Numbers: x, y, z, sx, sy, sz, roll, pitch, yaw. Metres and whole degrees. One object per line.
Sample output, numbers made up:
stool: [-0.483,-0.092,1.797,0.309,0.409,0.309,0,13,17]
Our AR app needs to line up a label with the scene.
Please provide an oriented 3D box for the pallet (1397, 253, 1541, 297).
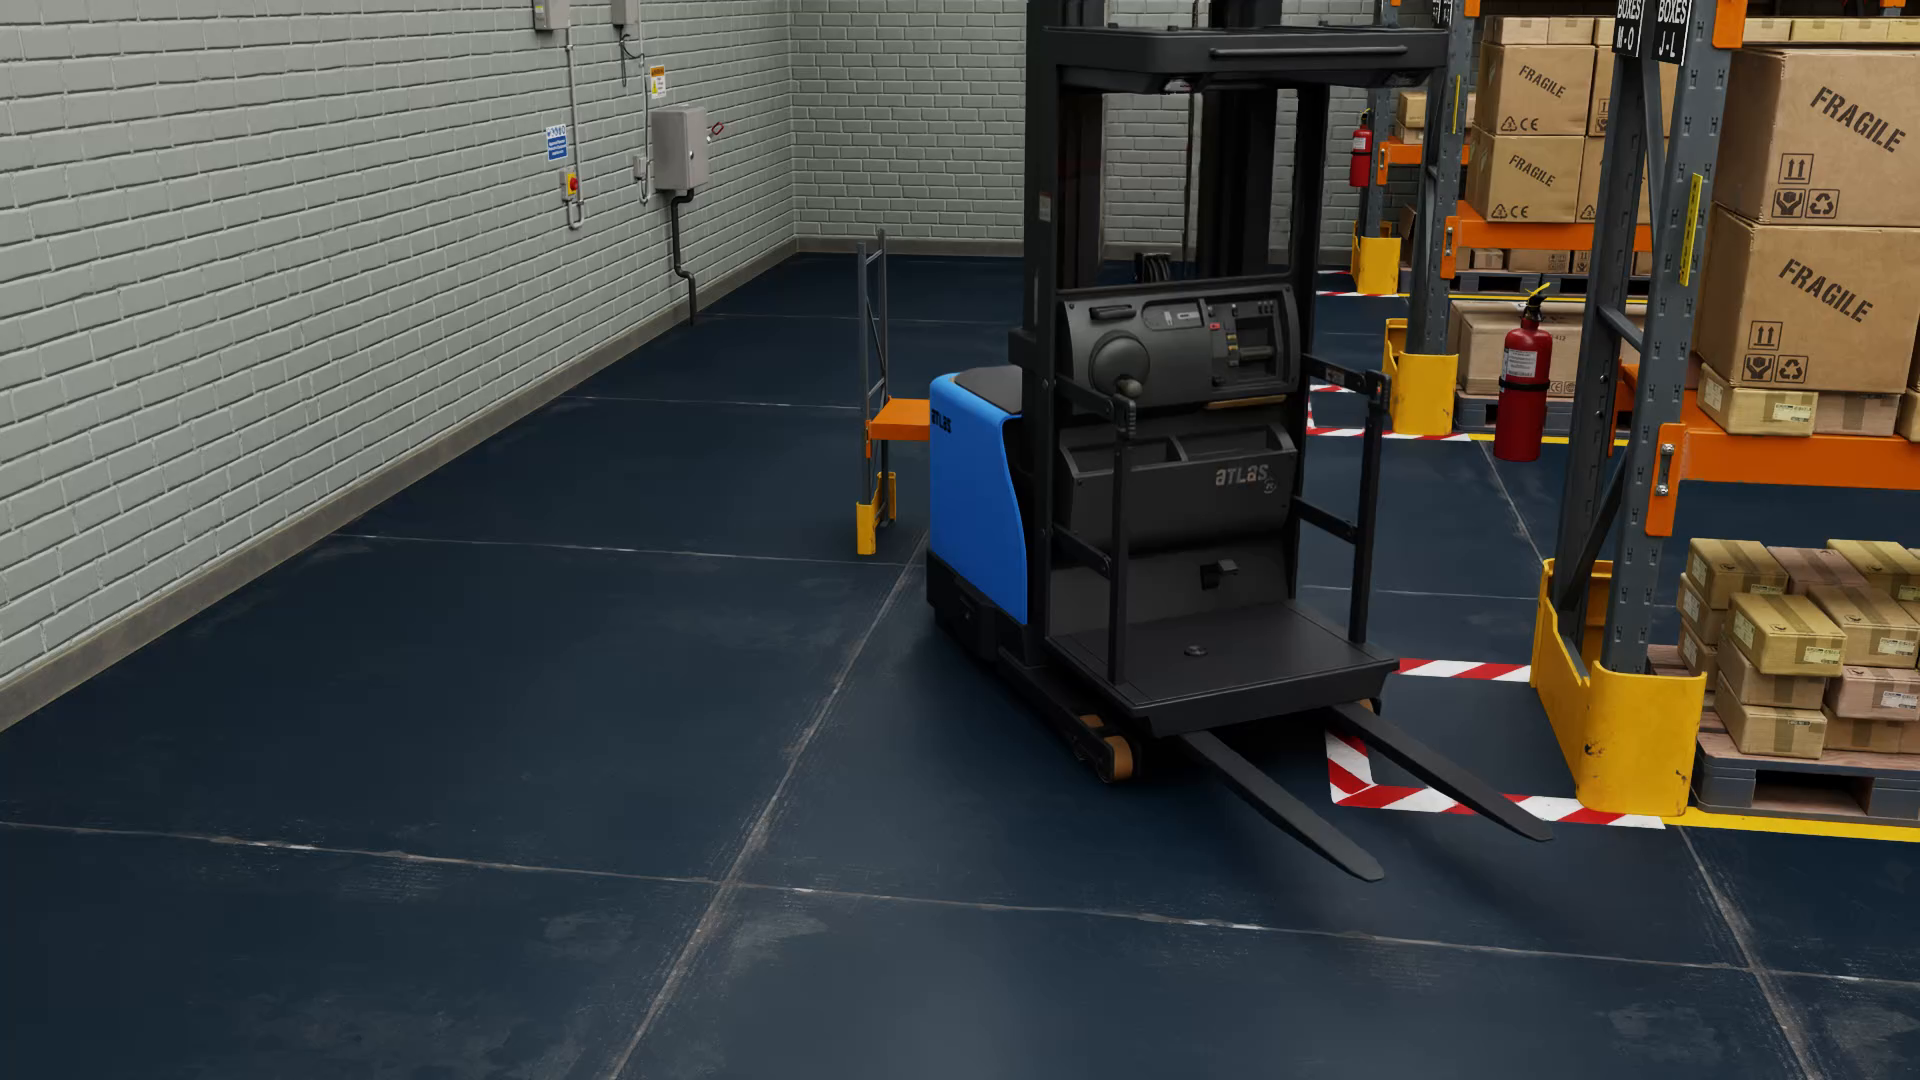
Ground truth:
pallet: [4.610,-2.436,15.251,1.213,0.211,1.003,3,19,9]

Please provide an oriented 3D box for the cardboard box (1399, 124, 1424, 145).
cardboard box: [4.029,-3.580,14.673,0.250,0.149,0.380,3,19,8]

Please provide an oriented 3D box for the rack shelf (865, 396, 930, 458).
rack shelf: [0.084,-0.536,8.109,1.000,0.185,0.538,3,19,9]

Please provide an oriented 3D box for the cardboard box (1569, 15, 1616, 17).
cardboard box: [3.873,-3.129,10.171,0.250,0.149,0.380,3,19,8]

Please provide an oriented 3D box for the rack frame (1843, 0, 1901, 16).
rack frame: [7.697,-3.601,14.337,0.127,3.000,1.000,3,19,9]

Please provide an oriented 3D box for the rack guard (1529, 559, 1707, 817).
rack guard: [2.354,0.498,6.026,0.348,0.500,1.175,3,19,9]

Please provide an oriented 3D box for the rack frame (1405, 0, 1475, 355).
rack frame: [2.964,-2.247,10.291,0.127,3.000,1.000,3,19,9]

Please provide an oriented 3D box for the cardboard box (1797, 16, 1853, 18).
cardboard box: [5.142,-3.054,9.949,0.250,0.149,0.380,3,19,9]

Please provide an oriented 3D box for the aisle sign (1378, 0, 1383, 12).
aisle sign: [3.634,-4.946,14.262,0.004,0.787,0.394,3,19,9]

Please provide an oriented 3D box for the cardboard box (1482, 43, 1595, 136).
cardboard box: [3.393,-2.655,9.778,0.500,0.500,0.500,3,19,7]

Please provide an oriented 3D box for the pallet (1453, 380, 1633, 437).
pallet: [3.766,-0.909,10.686,1.213,0.211,1.003,3,19,9]

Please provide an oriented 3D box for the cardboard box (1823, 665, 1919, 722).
cardboard box: [3.017,0.459,5.566,0.250,0.149,0.380,3,19,8]

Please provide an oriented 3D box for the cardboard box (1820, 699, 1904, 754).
cardboard box: [3.016,0.576,5.685,0.250,0.149,0.380,3,19,8]

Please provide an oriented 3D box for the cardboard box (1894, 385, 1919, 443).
cardboard box: [3.061,-0.423,5.235,0.250,0.149,0.380,2,19,7]

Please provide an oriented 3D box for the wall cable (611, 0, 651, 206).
wall cable: [-2.394,-3.450,12.286,0.122,1.984,0.588,3,19,9]

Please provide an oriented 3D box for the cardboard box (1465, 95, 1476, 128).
cardboard box: [4.651,-3.740,14.520,0.500,0.250,0.500,3,19,9]

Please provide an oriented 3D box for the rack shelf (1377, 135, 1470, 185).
rack shelf: [5.722,-3.360,14.752,4.000,0.370,1.077,3,19,9]

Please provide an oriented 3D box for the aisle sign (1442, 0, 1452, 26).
aisle sign: [2.847,-3.392,9.618,0.004,0.787,0.394,3,19,9]

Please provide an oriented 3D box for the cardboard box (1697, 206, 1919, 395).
cardboard box: [2.678,-0.770,5.252,0.500,0.500,0.500,4,19,11]

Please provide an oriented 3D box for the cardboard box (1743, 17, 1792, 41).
cardboard box: [4.549,-2.902,9.492,0.250,0.149,0.380,3,19,9]

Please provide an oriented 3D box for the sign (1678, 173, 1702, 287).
sign: [2.193,-0.932,4.996,0.005,0.325,0.100,3,19,9]

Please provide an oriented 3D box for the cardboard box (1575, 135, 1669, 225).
cardboard box: [3.896,-2.163,9.884,0.500,0.500,0.500,3,19,8]

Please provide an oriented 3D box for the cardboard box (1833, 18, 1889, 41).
cardboard box: [5.061,-2.882,9.435,0.250,0.149,0.380,3,19,9]

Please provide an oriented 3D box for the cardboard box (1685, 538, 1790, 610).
cardboard box: [2.841,0.127,6.090,0.250,0.149,0.380,3,19,9]

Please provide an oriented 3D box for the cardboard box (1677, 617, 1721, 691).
cardboard box: [2.831,0.423,6.143,0.250,0.149,0.380,3,19,10]

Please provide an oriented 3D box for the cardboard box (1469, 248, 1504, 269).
cardboard box: [4.750,-2.555,15.044,0.250,0.149,0.380,2,19,6]

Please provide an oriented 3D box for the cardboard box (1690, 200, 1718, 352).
cardboard box: [2.763,-0.937,5.751,0.500,0.500,0.500,3,19,10]

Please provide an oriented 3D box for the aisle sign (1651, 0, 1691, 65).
aisle sign: [2.159,-1.834,4.959,0.004,0.787,0.394,3,19,9]

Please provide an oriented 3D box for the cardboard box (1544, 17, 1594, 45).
cardboard box: [3.541,-2.981,9.728,0.250,0.149,0.380,3,19,10]

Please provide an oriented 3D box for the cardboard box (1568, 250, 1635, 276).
cardboard box: [5.680,-2.642,14.750,0.500,0.500,0.500,3,19,10]

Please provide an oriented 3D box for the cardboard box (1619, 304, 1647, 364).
cardboard box: [4.536,-1.186,10.495,0.875,0.438,0.875,3,19,10]

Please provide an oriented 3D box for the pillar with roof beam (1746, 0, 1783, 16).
pillar with roof beam: [6.470,-5.414,10.303,0.400,9.000,9.100,3,19,9]

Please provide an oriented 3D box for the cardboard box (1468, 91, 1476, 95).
cardboard box: [4.753,-3.906,15.016,0.500,0.250,0.500,3,19,9]

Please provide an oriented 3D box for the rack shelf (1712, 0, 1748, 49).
rack shelf: [4.253,-1.672,4.978,4.000,0.370,1.077,3,19,9]

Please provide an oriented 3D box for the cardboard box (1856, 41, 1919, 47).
cardboard box: [3.270,-1.383,5.507,0.500,0.500,0.500,2,19,7]

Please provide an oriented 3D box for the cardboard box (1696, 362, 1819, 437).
cardboard box: [2.546,-0.453,5.325,0.250,0.149,0.380,3,19,8]

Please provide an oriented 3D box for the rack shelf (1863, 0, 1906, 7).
rack shelf: [9.672,-4.581,13.675,4.000,0.370,1.077,3,19,9]

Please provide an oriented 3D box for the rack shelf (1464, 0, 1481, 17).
rack shelf: [4.939,-3.228,9.628,4.000,0.370,1.077,3,19,9]

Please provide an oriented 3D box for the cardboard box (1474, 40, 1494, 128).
cardboard box: [3.478,-2.819,10.267,0.500,0.500,0.500,4,19,10]

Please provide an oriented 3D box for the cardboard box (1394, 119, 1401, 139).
cardboard box: [4.117,-3.750,15.180,0.250,0.149,0.380,3,19,8]

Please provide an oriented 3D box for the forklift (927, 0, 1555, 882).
forklift: [0.887,-0.697,5.766,1.130,2.935,3.031,-8,20,-21]

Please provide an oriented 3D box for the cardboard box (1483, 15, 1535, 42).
cardboard box: [3.350,-3.121,10.147,0.250,0.149,0.380,3,19,9]

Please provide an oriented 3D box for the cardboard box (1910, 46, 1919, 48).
cardboard box: [3.179,-1.224,5.033,0.500,0.500,0.500,3,19,10]

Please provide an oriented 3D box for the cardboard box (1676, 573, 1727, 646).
cardboard box: [2.845,0.258,6.167,0.250,0.149,0.380,2,19,7]

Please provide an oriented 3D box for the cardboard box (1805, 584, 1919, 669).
cardboard box: [3.033,0.289,5.607,0.250,0.149,0.380,3,19,10]

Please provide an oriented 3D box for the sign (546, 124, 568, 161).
sign: [-2.675,-2.639,11.038,0.001,0.218,0.327,3,19,9]

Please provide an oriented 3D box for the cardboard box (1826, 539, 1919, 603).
cardboard box: [3.356,0.131,6.078,0.250,0.149,0.380,3,19,7]

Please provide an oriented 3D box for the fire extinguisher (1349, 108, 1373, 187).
fire extinguisher: [3.529,-3.451,14.600,0.183,0.674,0.296,3,19,9]

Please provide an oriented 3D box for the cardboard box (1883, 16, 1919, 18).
cardboard box: [5.635,-3.034,9.887,0.250,0.149,0.380,2,19,7]

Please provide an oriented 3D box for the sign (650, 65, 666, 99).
sign: [-2.343,-3.559,12.911,0.001,0.242,0.339,3,19,9]

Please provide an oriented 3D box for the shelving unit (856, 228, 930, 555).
shelving unit: [0.075,-0.707,8.054,1.083,1.500,0.587,3,19,9]
